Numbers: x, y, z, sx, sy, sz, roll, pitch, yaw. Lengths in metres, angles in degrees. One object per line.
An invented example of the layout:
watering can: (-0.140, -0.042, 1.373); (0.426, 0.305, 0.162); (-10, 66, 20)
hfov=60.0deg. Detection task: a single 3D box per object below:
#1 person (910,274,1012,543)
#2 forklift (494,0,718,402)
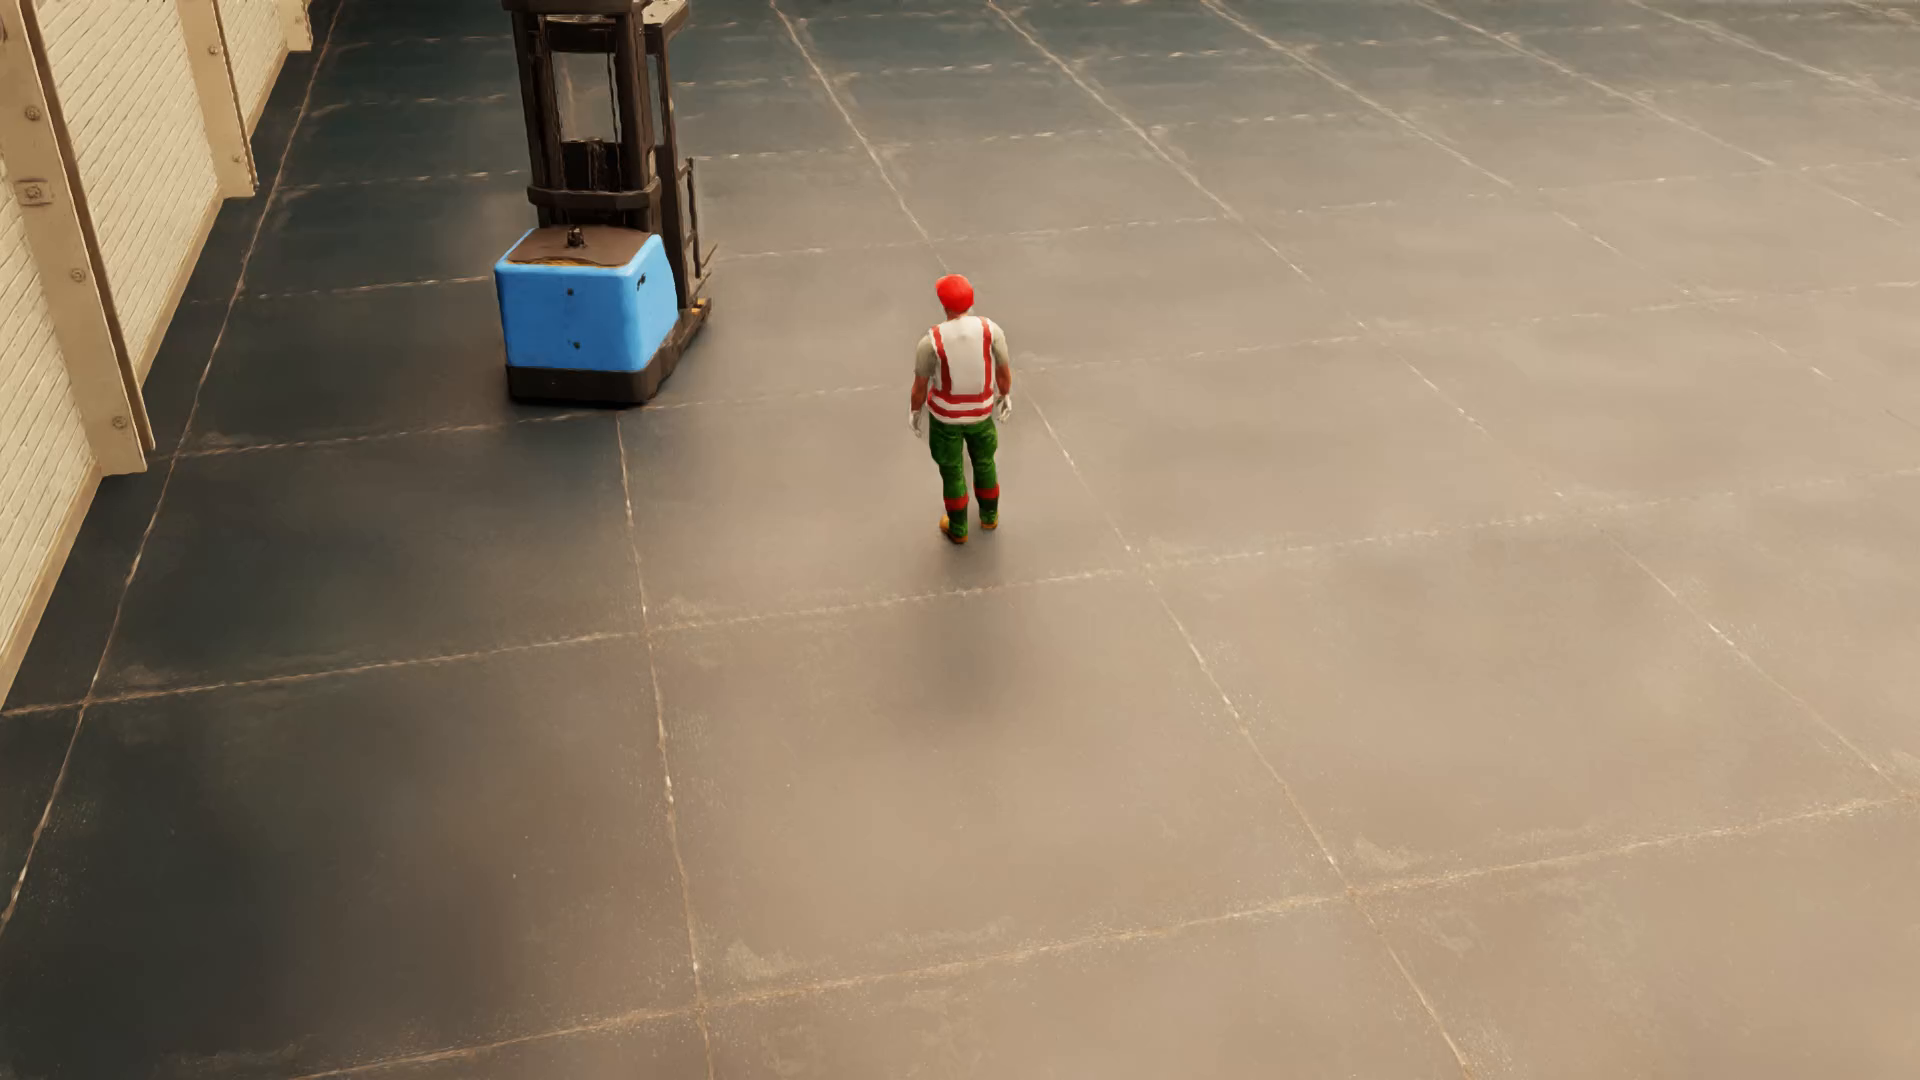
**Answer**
person: (-0.008, -0.821, 10.118); (0.637, 1.787, 0.563); (-7, 31, -12)
forklift: (-2.636, -2.985, 12.731); (1.130, 2.935, 3.031); (3, 30, 6)
